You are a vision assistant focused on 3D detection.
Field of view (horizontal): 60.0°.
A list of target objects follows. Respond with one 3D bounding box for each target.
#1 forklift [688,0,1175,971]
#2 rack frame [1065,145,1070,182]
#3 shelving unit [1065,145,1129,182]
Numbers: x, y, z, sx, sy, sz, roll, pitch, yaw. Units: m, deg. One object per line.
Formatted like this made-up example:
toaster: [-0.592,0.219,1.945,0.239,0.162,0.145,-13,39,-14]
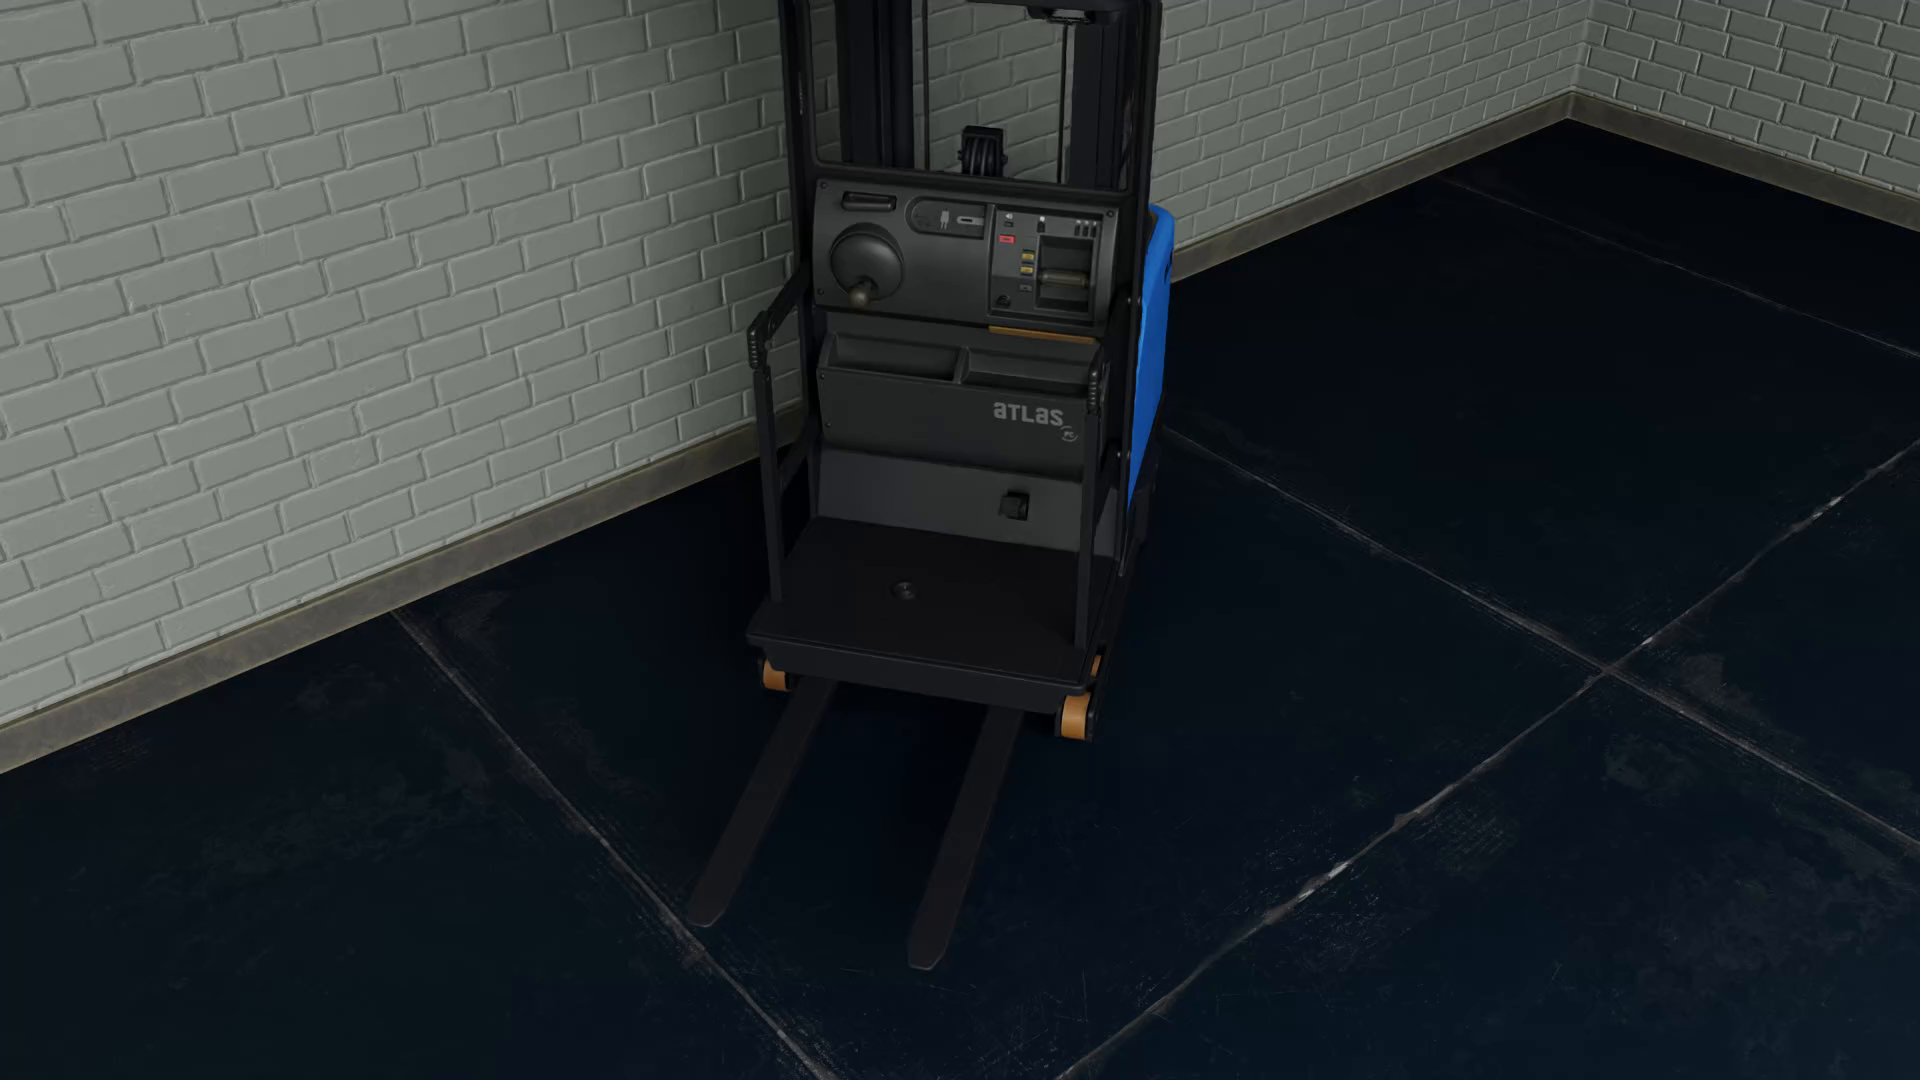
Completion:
forklift: [-0.041,-0.799,4.842,1.130,2.935,3.031,8,36,11]
rack frame: [0.478,-1.045,6.688,0.006,1.200,0.240,22,41,29]
shelving unit: [0.552,-1.015,6.643,0.189,1.200,0.258,22,41,29]
